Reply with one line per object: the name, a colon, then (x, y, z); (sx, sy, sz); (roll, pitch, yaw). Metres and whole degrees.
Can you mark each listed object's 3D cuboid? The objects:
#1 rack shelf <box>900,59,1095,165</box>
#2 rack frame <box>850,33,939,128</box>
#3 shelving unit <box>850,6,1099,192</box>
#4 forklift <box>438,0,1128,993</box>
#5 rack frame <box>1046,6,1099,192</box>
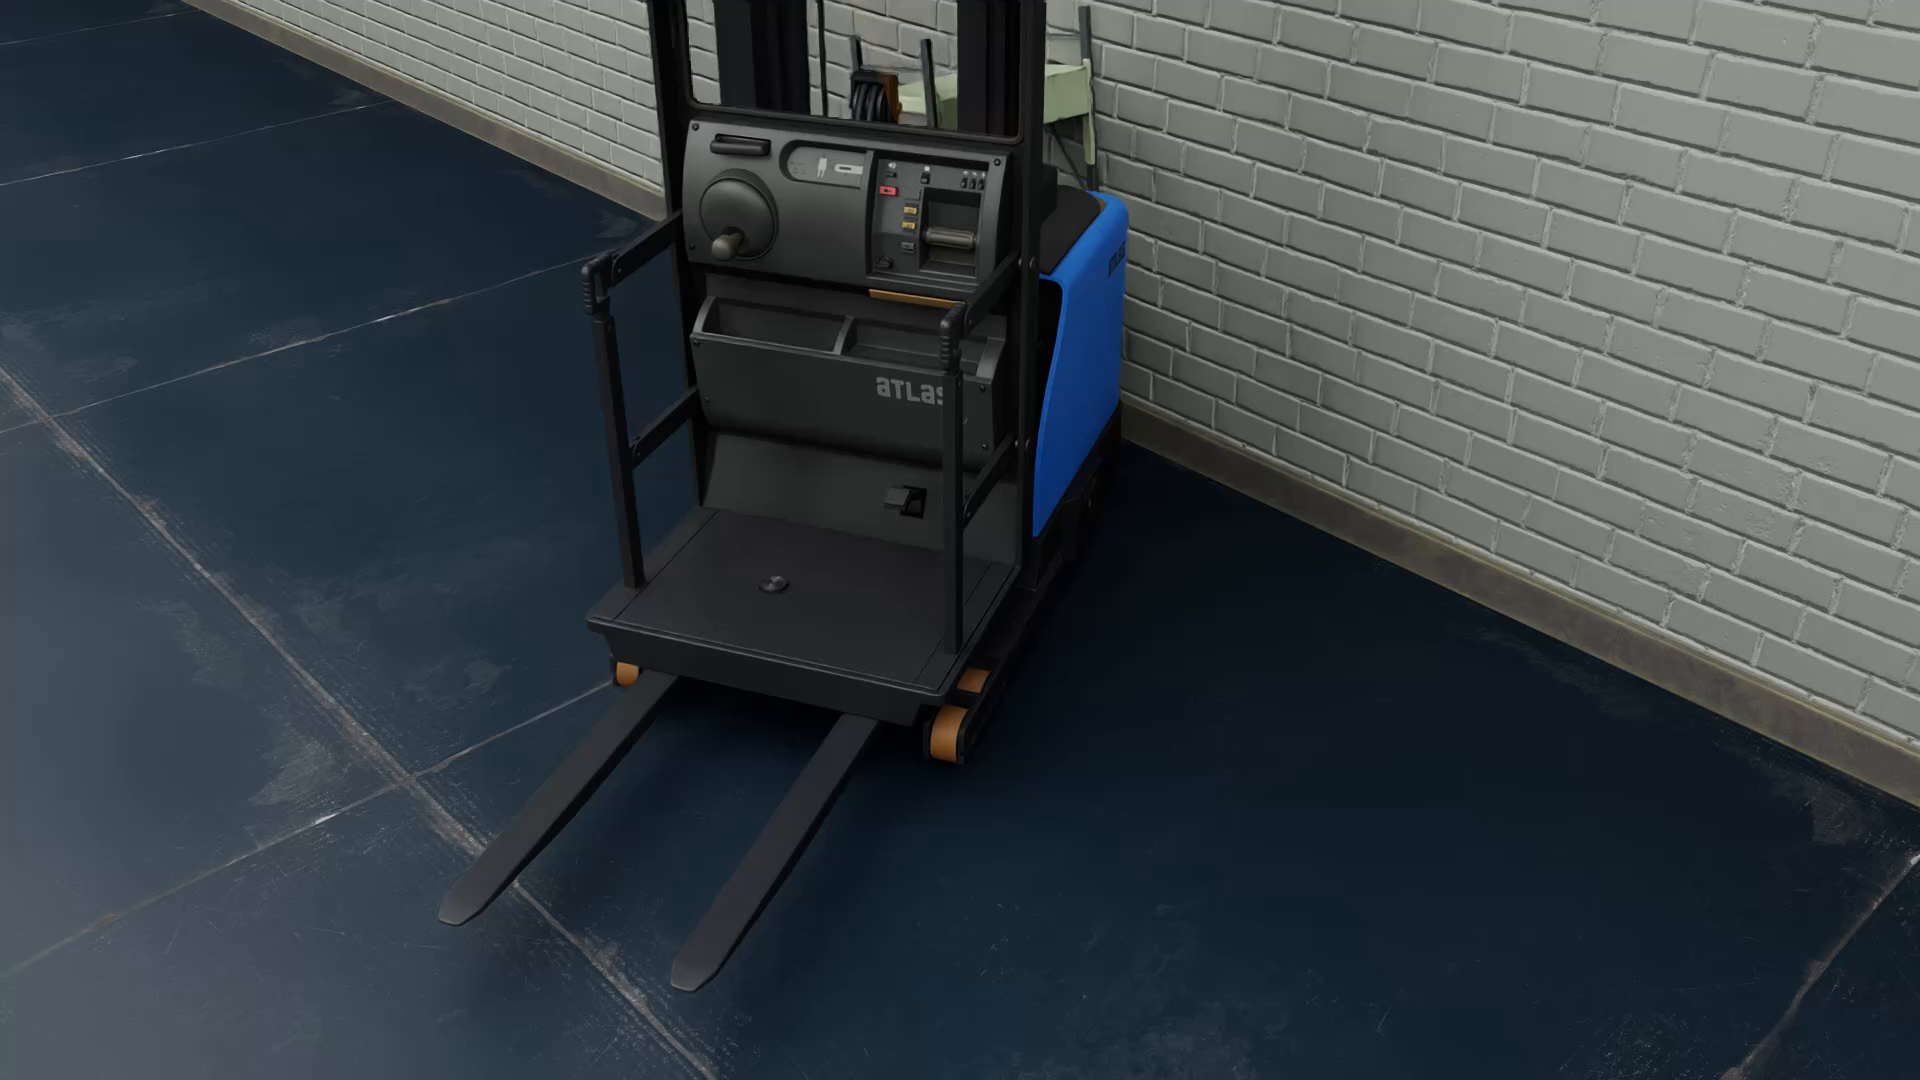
rack shelf: (0.069, -1.455, 5.843); (0.720, 0.370, 0.431); (-24, 30, -36)
rack frame: (-0.169, -0.979, 5.784); (0.023, 1.500, 0.400); (-24, 30, -36)
shelving unit: (0.102, -1.099, 6.000); (0.755, 1.500, 0.431); (-24, 30, -36)
forklift: (-0.395, -0.860, 4.347); (1.130, 2.935, 3.031); (11, 33, 17)
rack frame: (0.372, -1.219, 6.215); (0.023, 1.500, 0.400); (-24, 30, -36)
